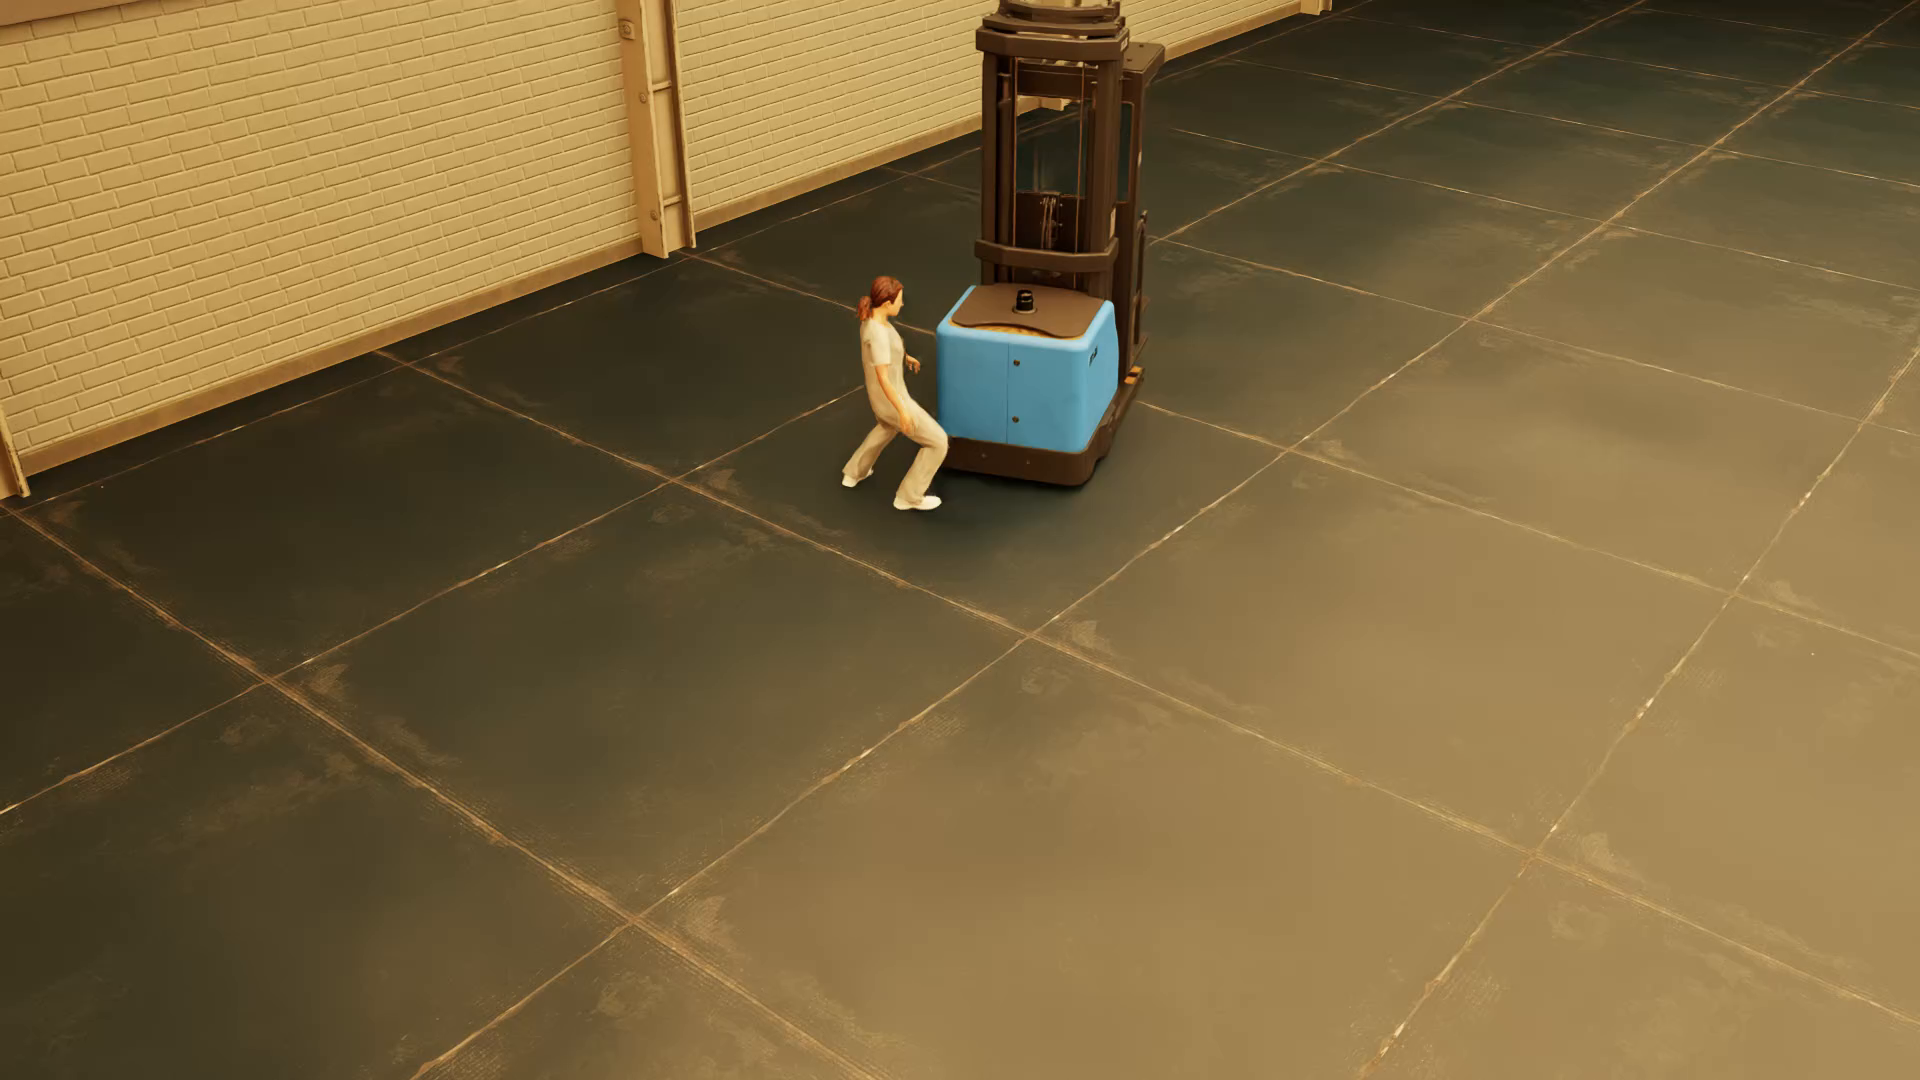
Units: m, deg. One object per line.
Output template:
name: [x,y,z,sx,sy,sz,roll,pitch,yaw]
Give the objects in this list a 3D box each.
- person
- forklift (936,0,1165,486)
person: [-0.436,-0.947,10.623,0.658,1.558,0.849,-4,31,-7]
forklift: [0.754,-2.355,11.626,1.130,2.935,3.031,9,31,15]
